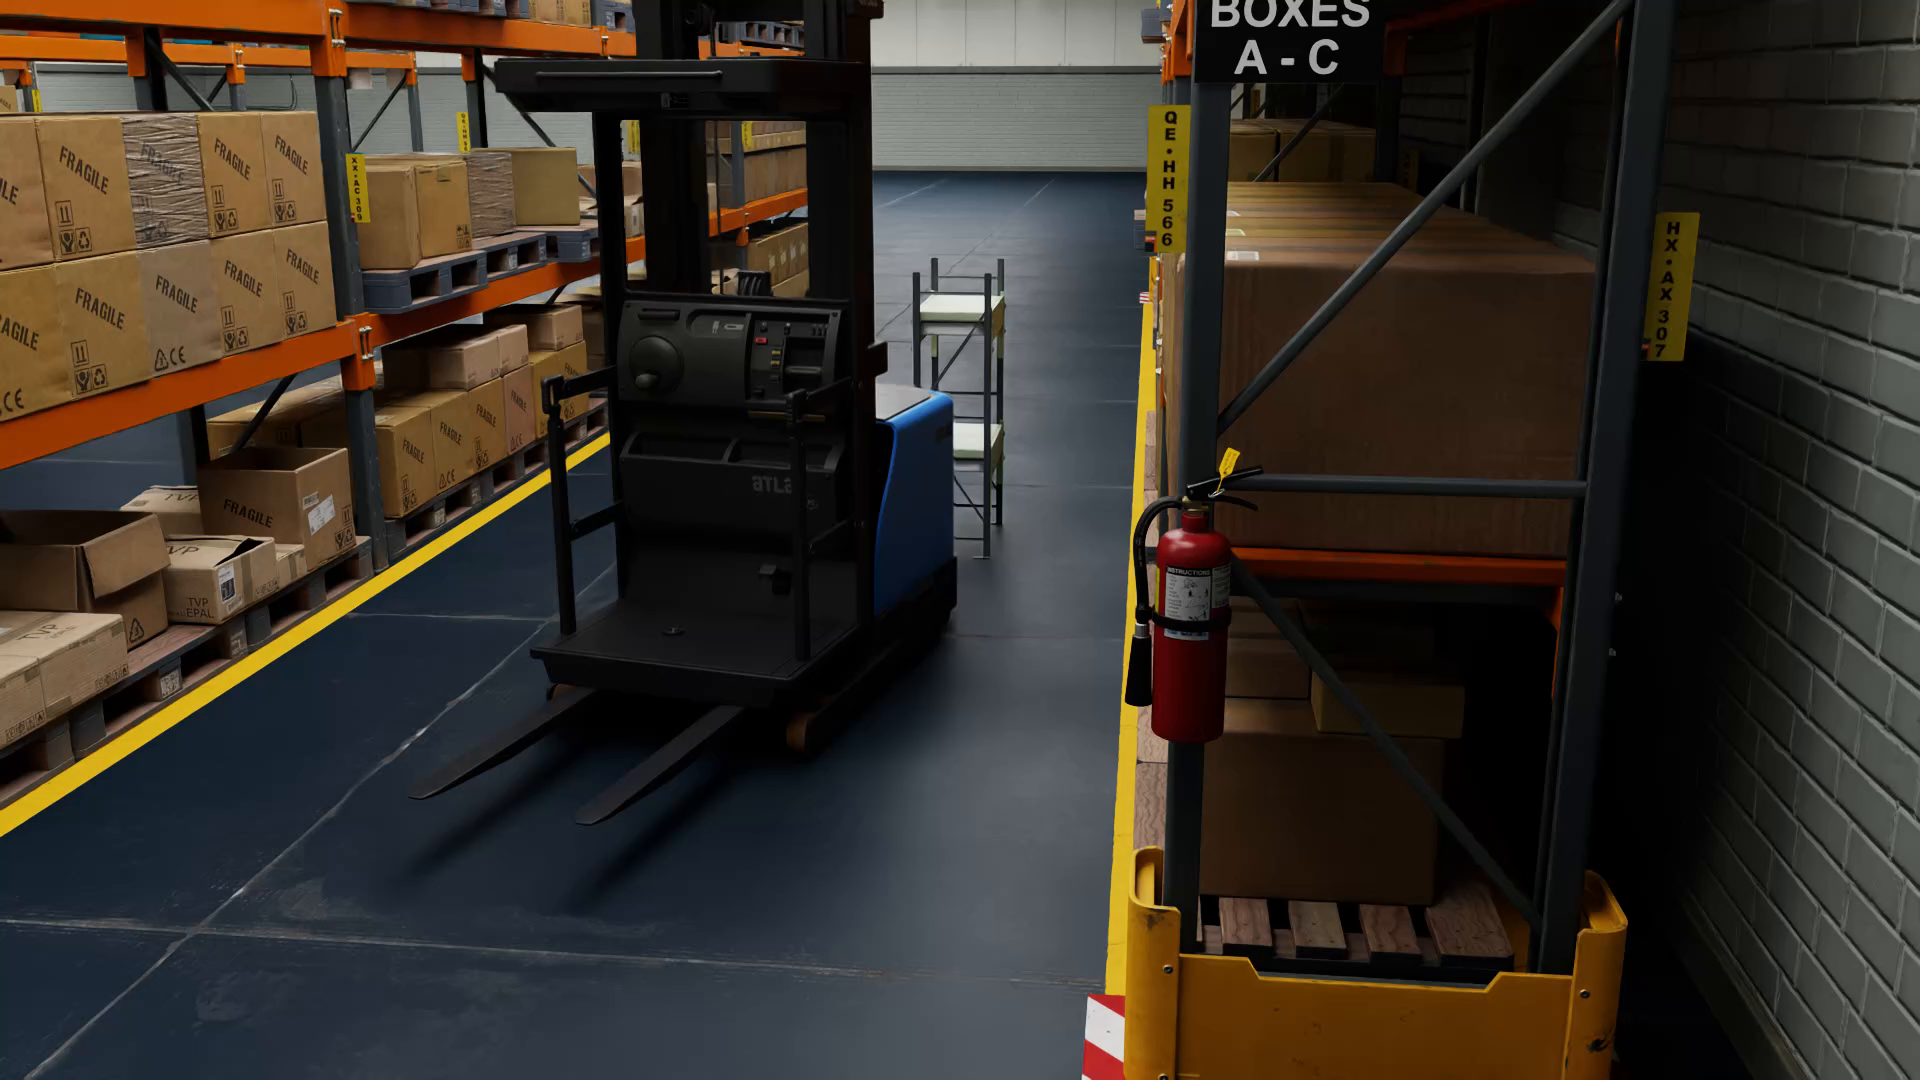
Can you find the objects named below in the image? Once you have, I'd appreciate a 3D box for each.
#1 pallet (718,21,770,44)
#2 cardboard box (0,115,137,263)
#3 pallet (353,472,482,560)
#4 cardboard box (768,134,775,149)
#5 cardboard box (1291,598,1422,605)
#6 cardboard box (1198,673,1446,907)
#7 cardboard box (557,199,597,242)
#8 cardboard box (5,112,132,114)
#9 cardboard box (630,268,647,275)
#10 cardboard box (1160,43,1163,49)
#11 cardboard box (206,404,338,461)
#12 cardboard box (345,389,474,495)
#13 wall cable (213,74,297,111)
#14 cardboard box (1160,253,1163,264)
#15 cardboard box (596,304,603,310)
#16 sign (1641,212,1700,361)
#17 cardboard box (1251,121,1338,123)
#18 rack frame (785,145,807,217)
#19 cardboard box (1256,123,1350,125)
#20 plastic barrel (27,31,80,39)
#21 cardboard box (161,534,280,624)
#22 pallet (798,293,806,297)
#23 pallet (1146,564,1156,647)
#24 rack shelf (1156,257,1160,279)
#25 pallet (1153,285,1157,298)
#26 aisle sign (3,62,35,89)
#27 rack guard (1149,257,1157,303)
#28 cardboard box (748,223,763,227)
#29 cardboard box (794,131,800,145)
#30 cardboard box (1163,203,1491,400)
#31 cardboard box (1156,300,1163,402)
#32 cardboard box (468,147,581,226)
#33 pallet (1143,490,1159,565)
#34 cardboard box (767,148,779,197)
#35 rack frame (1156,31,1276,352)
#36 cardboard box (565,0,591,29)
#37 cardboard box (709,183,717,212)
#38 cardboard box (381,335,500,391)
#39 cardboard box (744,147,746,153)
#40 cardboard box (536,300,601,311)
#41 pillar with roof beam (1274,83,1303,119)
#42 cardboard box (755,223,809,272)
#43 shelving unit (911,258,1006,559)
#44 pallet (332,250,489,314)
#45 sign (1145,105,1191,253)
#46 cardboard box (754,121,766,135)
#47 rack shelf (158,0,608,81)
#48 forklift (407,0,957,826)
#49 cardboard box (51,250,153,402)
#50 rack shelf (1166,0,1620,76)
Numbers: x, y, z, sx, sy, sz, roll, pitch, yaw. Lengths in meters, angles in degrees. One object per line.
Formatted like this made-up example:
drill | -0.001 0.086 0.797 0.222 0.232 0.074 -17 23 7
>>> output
pallet | -2.489 -5.003 16.341 1.003 0.211 1.213 2 15 6
cardboard box | -3.433 -1.299 6.112 0.500 0.500 0.500 2 15 6
pallet | -3.408 -0.167 9.375 1.003 0.211 1.213 2 15 6
cardboard box | -2.166 -4.203 17.525 0.380 0.149 0.250 2 15 6
cardboard box | 1.258 0.230 5.307 0.380 0.149 0.250 2 15 7
cardboard box | 0.988 0.701 4.807 0.700 0.500 0.500 2 15 6
cardboard box | -2.927 -2.388 12.419 0.500 0.311 0.500 3 15 10
cardboard box | -3.853 -1.584 7.167 0.500 0.500 0.500 1 15 5
cardboard box | -2.854 -2.422 15.761 0.500 0.311 0.500 2 15 6
cardboard box | 2.377 -5.422 17.490 0.500 0.500 0.500 2 15 9
cardboard box | -3.692 -0.443 9.000 0.500 0.500 0.500 2 15 6
cardboard box | -3.117 -0.564 9.446 0.500 0.500 0.500 2 15 7
wall cable | -22.673 -14.892 52.945 3.097 2.526 0.112 2 15 6
cardboard box | 1.493 -1.872 10.780 0.380 0.149 0.250 2 15 8
cardboard box | -2.609 -1.748 13.269 0.500 0.311 0.500 1 15 5
sign | 1.559 -0.557 3.664 0.100 0.325 0.005 2 15 6
cardboard box | 1.995 -2.364 9.923 0.500 0.250 0.500 1 15 5
rack frame | -2.109 -4.413 19.736 1.000 3.000 0.127 2 15 6
cardboard box | 1.938 -2.232 9.435 0.500 0.250 0.500 1 15 5
plastic barrel | -7.550 -4.517 13.550 0.600 0.830 0.708 2 15 6
cardboard box | -3.330 0.135 7.223 0.500 0.311 0.500 2 15 6
pallet | -2.293 -2.552 18.195 1.003 0.211 1.213 2 15 6
pallet | 1.296 0.385 7.334 1.003 0.211 1.213 2 15 6
rack shelf | 2.137 -2.365 13.539 1.077 0.370 4.000 2 15 6
pallet | 2.679 -2.693 18.716 1.003 0.211 1.213 2 15 6
aisle sign | -11.646 -5.968 20.506 0.394 0.787 0.004 2 15 6
rack guard | 2.805 -3.042 19.454 1.175 0.500 0.348 2 15 6
cardboard box | -2.488 -3.258 18.492 0.500 0.500 0.500 2 15 6
cardboard box | -2.019 -4.536 18.755 0.380 0.149 0.250 1 15 5
cardboard box | 1.222 -0.782 5.734 0.980 0.700 0.700 1 15 4
cardboard box | 1.698 -1.171 11.062 0.750 0.750 0.750 1 15 6
cardboard box | -2.970 -2.423 11.379 0.700 0.500 0.500 -3 16 -13
pallet | 1.472 -0.012 8.803 1.003 0.211 1.213 2 15 6
cardboard box | -2.346 -3.939 17.792 0.700 0.500 0.500 2 15 8
rack frame | 2.363 -3.231 15.364 1.000 3.000 0.127 2 15 6
cardboard box | -3.027 -3.720 11.236 0.910 0.500 0.500 2 15 6
cardboard box | -2.572 -3.174 15.442 0.500 0.250 0.500 3 15 10
cardboard box | -3.053 -1.046 9.794 0.500 0.250 0.500 2 15 6
cardboard box | -2.309 -3.866 16.279 0.380 0.149 0.250 2 15 7
cardboard box | -3.145 -1.762 13.322 0.500 0.311 0.500 1 15 5
pillar with roof beam | -0.683 -7.084 18.121 9.100 9.000 0.400 2 15 6
cardboard box | -1.972 -3.243 18.435 0.500 0.500 0.500 2 15 6
shelving unit | 0.001 -0.726 8.973 0.431 1.500 0.755 2 15 6
pallet | -3.264 -1.412 9.006 1.003 0.211 1.213 2 15 6
sign | 0.471 -0.811 3.744 0.100 0.325 0.005 2 15 6
cardboard box | -2.403 -4.427 17.109 0.700 0.500 0.500 2 15 6
rack shelf | -3.237 -2.920 9.847 1.077 0.370 4.000 2 15 6
forklift | -0.965 -0.731 6.252 1.130 2.935 3.031 5 16 18
cardboard box | -3.431 -0.813 6.229 0.500 0.500 0.500 2 15 7
rack shelf | 1.234 -1.738 5.474 1.077 0.370 4.000 2 15 6
